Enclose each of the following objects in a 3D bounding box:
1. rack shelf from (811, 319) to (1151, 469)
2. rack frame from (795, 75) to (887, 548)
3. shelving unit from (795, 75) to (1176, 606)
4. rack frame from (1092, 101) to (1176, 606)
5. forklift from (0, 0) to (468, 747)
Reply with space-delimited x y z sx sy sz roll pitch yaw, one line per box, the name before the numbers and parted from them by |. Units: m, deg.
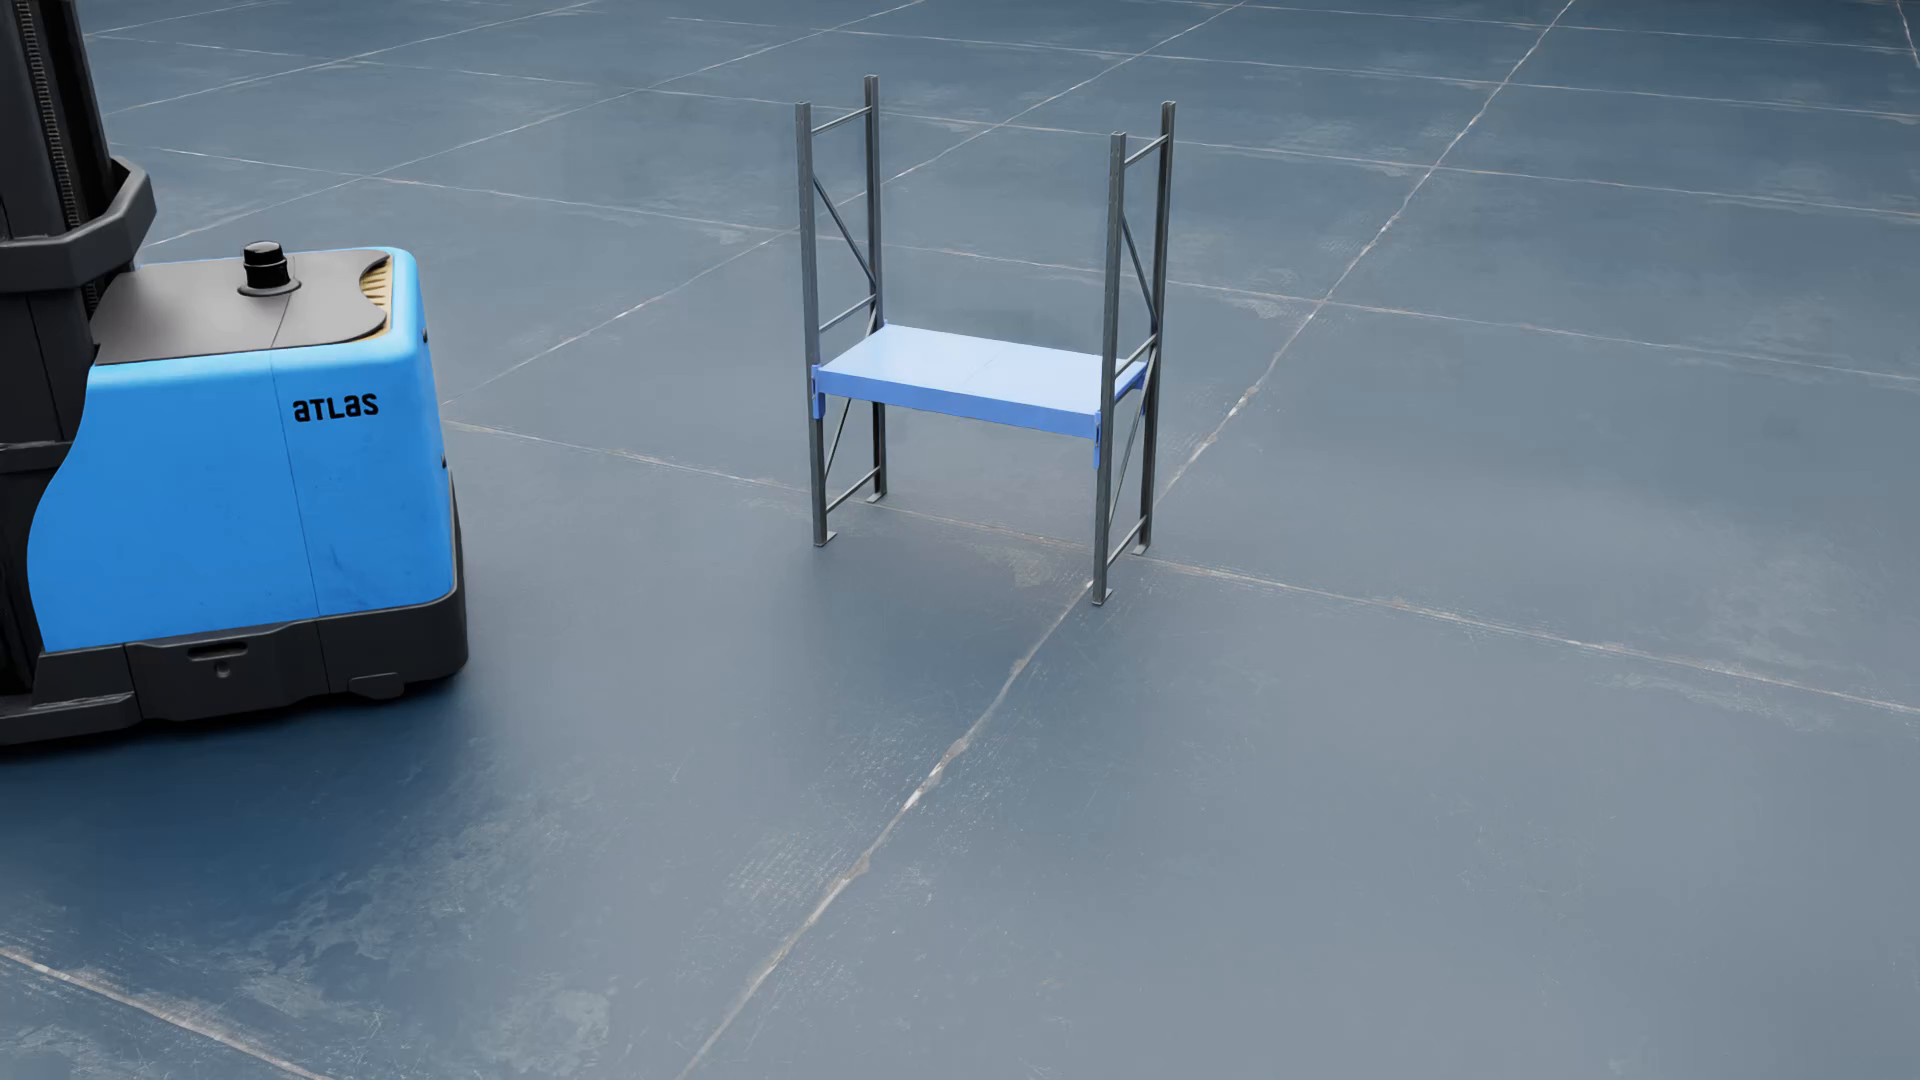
rack shelf | 0.078 -0.496 5.467 1.000 0.185 0.538 11 28 22
rack frame | -0.385 -0.750 5.576 0.032 1.500 0.500 11 28 22
shelving unit | 0.078 -0.657 5.387 1.048 1.500 0.538 11 28 22
rack frame | 0.540 -0.564 5.198 0.032 1.500 0.500 11 28 22
forklift | -3.017 -0.895 4.249 3.031 2.935 1.130 -7 27 -15
